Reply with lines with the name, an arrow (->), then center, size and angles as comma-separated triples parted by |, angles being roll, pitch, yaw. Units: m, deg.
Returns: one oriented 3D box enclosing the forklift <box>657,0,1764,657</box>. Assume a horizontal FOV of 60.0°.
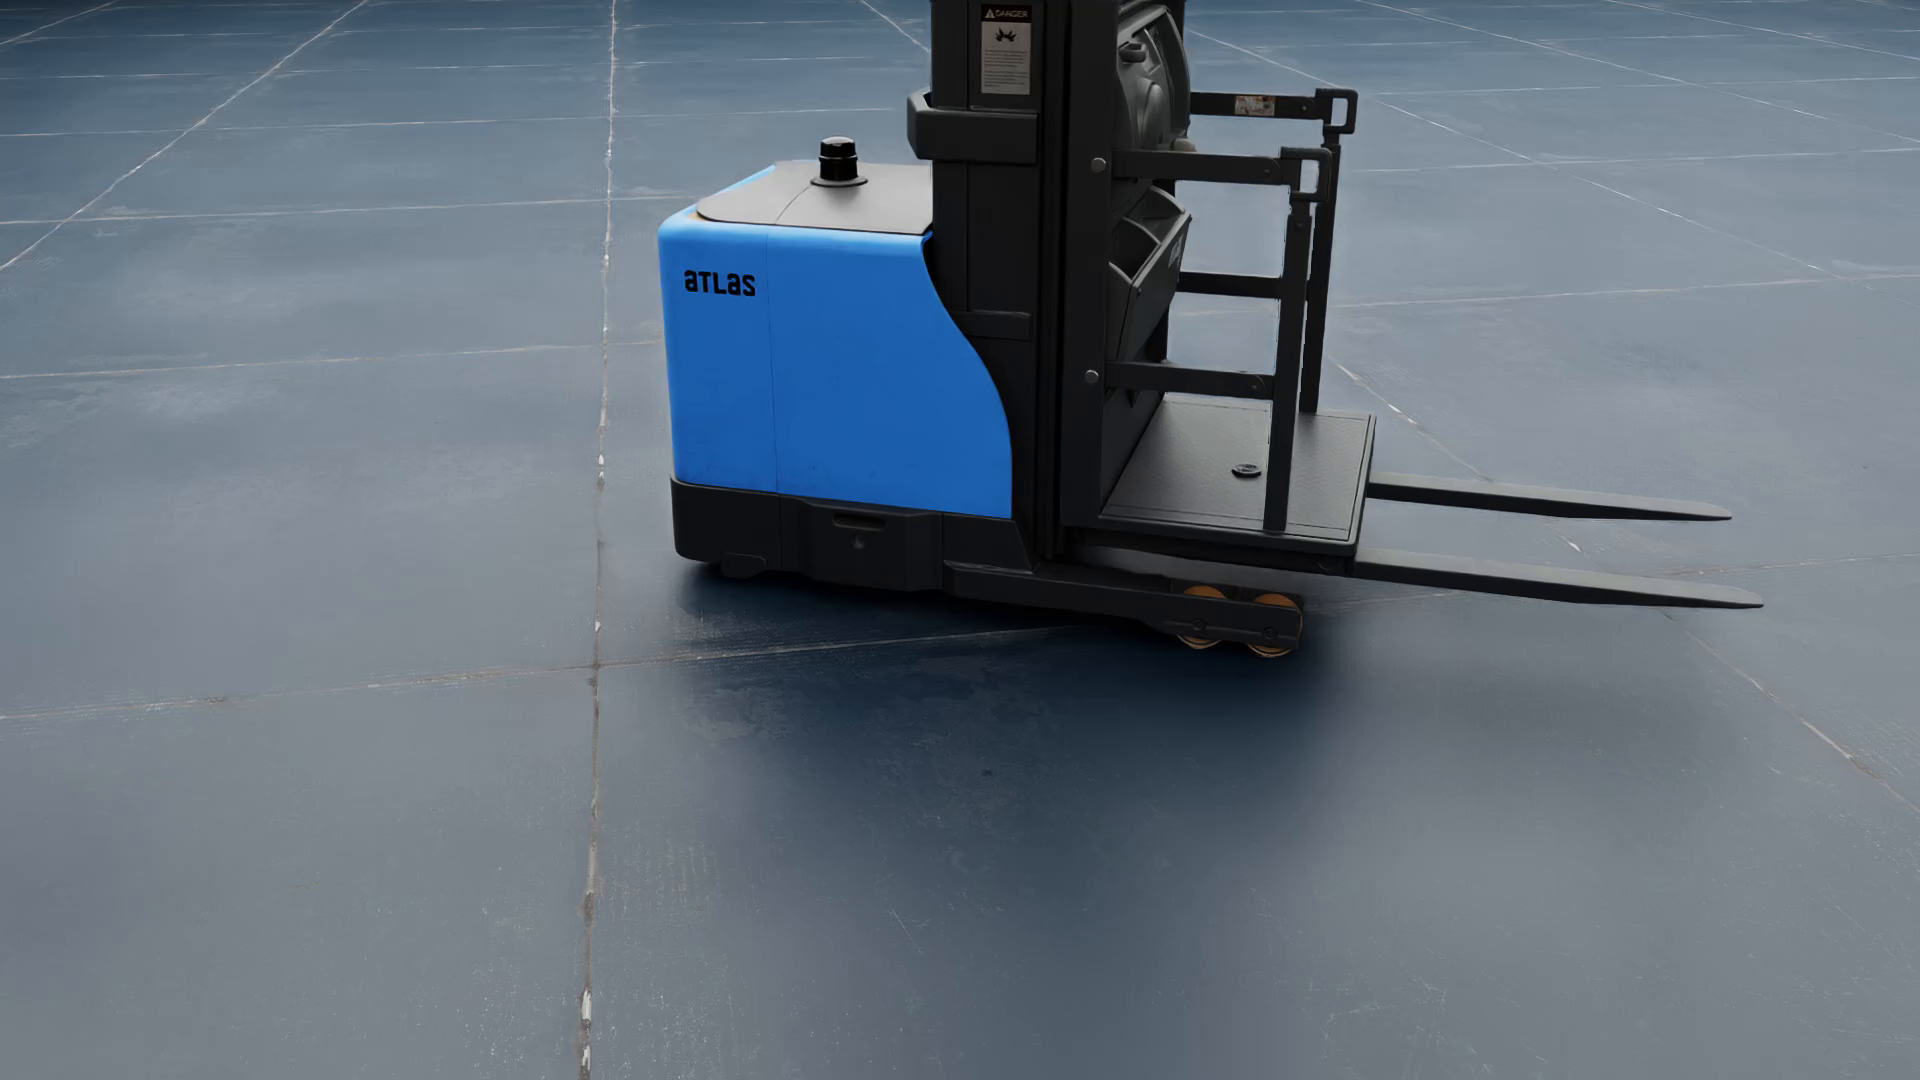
forklift -> 0.716, -1.263, 4.479 | 3.031, 2.935, 1.130 | 6, 24, 15
